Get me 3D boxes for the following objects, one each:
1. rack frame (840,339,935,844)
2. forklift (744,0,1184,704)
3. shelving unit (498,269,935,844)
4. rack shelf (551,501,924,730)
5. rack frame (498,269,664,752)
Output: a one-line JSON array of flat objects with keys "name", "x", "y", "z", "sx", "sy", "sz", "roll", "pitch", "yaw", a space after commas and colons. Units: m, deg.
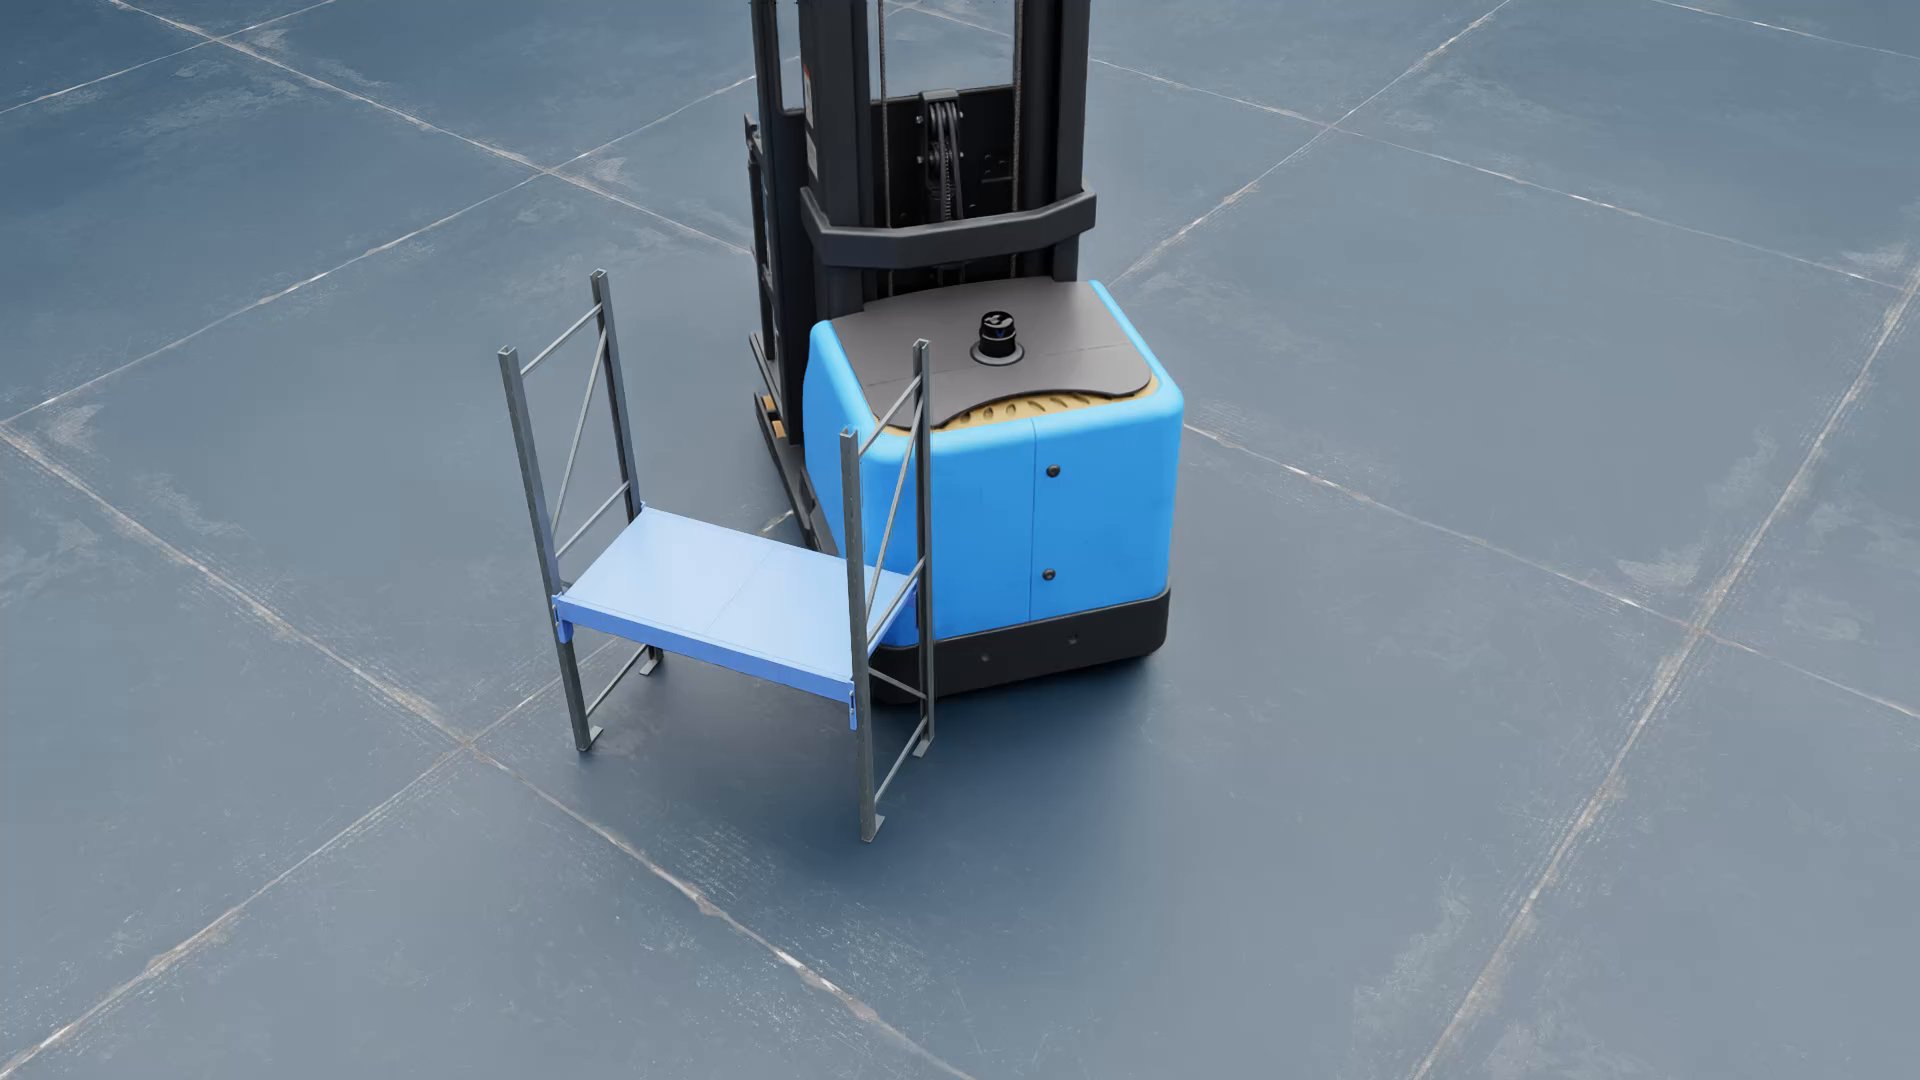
[{"name": "rack frame", "x": -0.192, "y": 0.189, "z": 4.792, "sx": 0.032, "sy": 1.500, "sz": 0.500, "roll": 14, "pitch": 40, "yaw": 18}, {"name": "forklift", "x": -0.203, "y": -1.531, "z": 5.827, "sx": 1.130, "sy": 2.935, "sz": 3.031, "roll": -10, "pitch": 39, "yaw": -13}, {"name": "shelving unit", "x": -0.662, "y": 0.069, "z": 4.945, "sx": 1.048, "sy": 1.500, "sz": 0.538, "roll": 14, "pitch": 40, "yaw": 18}, {"name": "rack shelf", "x": -0.662, "y": 0.211, "z": 5.056, "sx": 1.000, "sy": 0.185, "sz": 0.538, "roll": 14, "pitch": 40, "yaw": 18}, {"name": "rack frame", "x": -1.132, "y": -0.051, "z": 5.098, "sx": 0.032, "sy": 1.500, "sz": 0.500, "roll": 14, "pitch": 40, "yaw": 18}]
